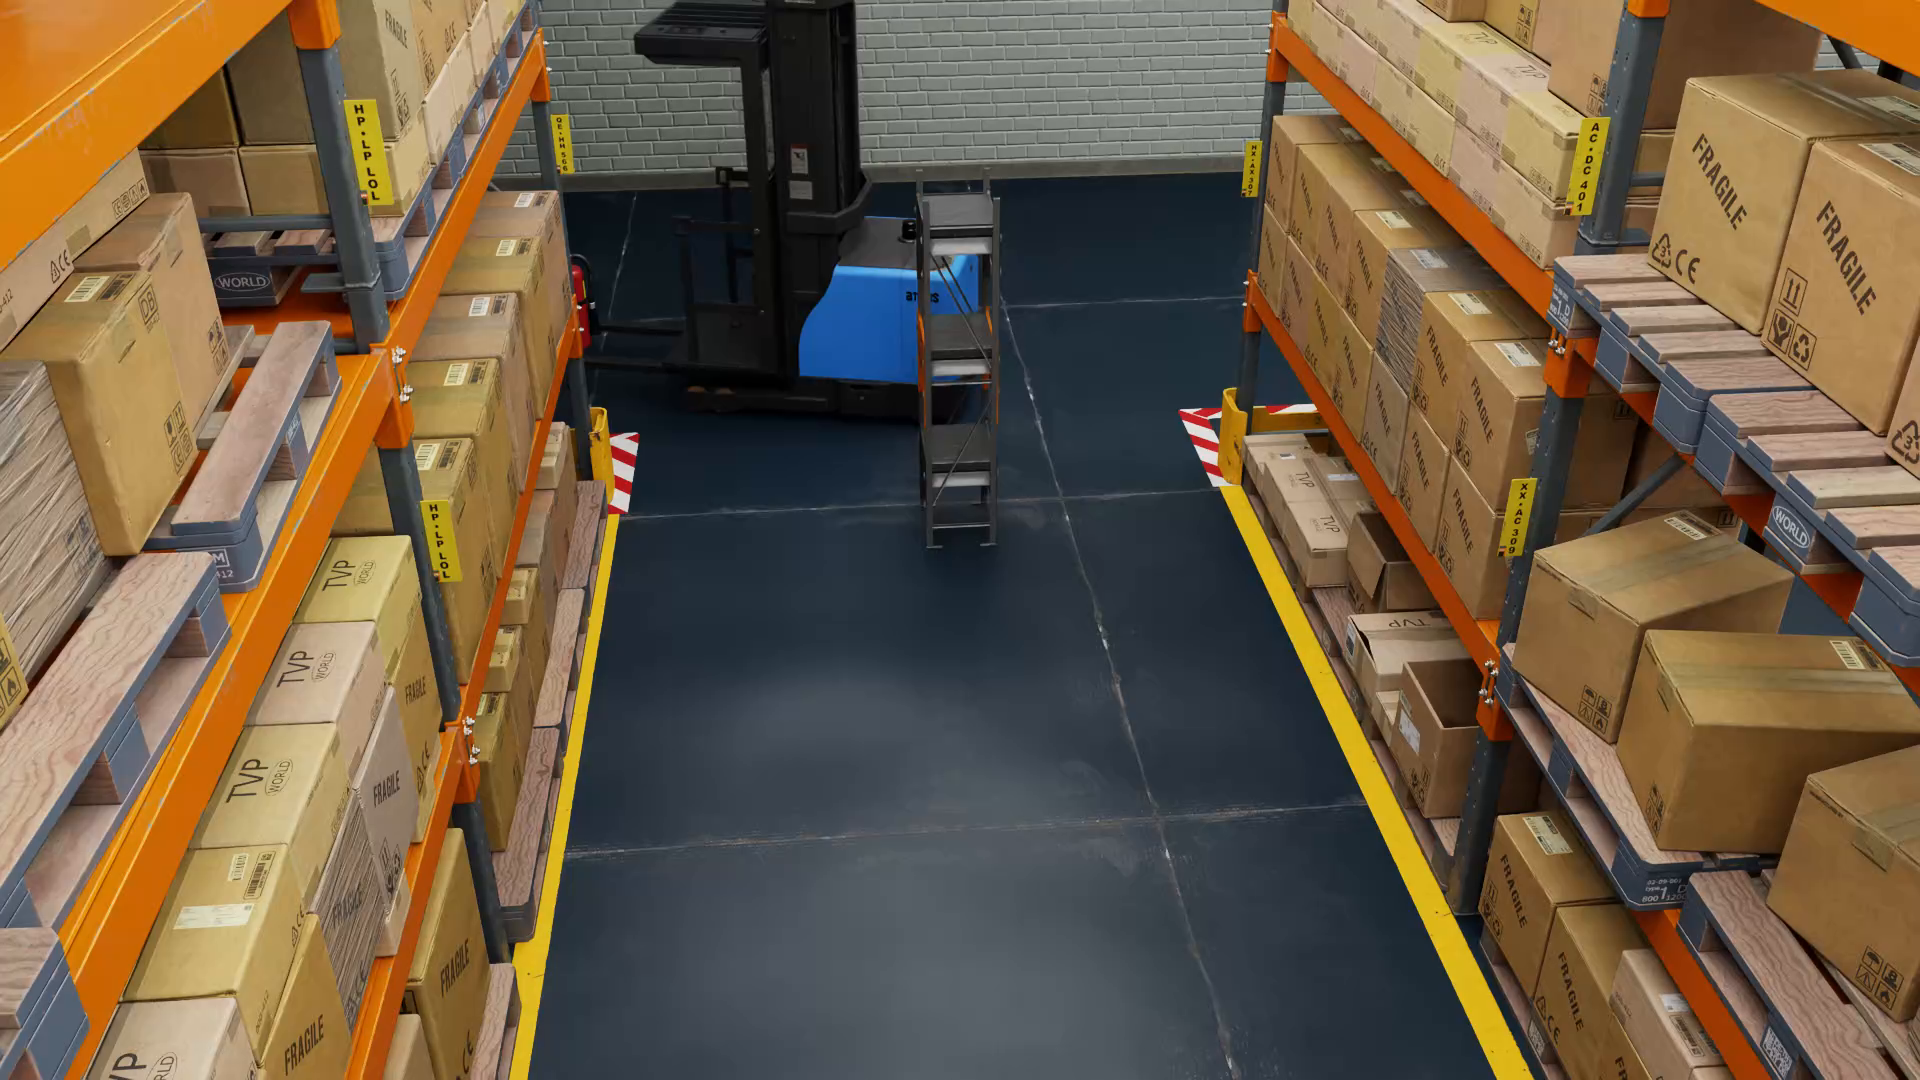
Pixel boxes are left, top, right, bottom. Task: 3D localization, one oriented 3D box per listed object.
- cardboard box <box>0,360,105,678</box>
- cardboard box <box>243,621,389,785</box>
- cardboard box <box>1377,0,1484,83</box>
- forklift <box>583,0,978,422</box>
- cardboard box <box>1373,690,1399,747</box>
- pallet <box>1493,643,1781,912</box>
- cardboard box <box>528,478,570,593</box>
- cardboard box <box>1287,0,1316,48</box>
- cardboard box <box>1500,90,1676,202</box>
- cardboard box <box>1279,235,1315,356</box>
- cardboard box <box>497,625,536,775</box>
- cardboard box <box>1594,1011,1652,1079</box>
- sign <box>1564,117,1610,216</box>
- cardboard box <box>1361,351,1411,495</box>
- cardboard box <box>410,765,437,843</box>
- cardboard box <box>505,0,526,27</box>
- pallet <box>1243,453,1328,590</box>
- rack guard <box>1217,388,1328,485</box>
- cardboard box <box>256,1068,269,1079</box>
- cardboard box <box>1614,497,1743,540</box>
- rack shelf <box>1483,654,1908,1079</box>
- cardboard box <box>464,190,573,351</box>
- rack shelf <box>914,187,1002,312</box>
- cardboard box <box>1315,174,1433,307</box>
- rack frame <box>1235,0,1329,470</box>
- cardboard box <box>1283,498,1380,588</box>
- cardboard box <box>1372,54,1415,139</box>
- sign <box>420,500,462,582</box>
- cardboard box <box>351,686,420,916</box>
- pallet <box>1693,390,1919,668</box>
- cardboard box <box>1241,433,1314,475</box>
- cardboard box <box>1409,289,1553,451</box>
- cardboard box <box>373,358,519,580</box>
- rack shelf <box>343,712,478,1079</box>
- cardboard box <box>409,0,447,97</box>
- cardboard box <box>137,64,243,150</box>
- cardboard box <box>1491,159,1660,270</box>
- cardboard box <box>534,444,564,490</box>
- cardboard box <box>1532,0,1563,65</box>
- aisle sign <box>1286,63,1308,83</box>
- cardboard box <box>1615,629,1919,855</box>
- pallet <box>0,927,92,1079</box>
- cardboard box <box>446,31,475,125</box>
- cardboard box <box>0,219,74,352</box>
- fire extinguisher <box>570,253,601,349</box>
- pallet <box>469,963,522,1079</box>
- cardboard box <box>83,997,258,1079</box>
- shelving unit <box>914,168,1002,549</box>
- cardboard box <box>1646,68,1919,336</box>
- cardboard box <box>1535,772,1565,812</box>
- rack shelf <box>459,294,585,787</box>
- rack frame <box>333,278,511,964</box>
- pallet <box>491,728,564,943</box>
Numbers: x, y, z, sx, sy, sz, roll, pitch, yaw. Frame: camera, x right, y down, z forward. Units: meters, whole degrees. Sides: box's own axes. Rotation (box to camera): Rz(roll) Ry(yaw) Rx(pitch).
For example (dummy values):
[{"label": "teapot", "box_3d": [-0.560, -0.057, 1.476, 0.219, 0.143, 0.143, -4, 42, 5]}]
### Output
[{"label": "cardboard box", "box_3d": [-2.268, -0.025, 3.415, 0.700, 0.500, 0.500, -3, 31, -5]}, {"label": "cardboard box", "box_3d": [-2.003, 0.486, 4.872, 0.500, 0.250, 0.500, -2, 31, -4]}, {"label": "cardboard box", "box_3d": [2.142, -2.179, 7.206, 0.500, 0.250, 0.500, -3, 31, -5]}, {"label": "forklift", "box_3d": [-1.426, -2.370, 10.859, 3.031, 2.935, 1.130, 5, 31, 8]}, {"label": "cardboard box", "box_3d": [2.161, 0.830, 7.787, 0.380, 0.149, 0.250, -3, 31, -5]}, {"label": "pallet", "box_3d": [2.558, 0.756, 5.746, 1.003, 0.211, 1.213, -3, 31, -5]}, {"label": "cardboard box", "box_3d": [-2.502, -0.041, 8.922, 0.700, 0.500, 0.500, -3, 31, -5]}, {"label": "cardboard box", "box_3d": [2.013, -2.730, 8.617, 0.500, 0.250, 0.500, -3, 31, -5]}, {"label": "cardboard box", "box_3d": [2.276, -1.413, 5.923, 0.500, 0.250, 0.500, -3, 31, -5]}, {"label": "cardboard box", "box_3d": [2.051, -1.322, 8.941, 0.500, 0.500, 0.500, -3, 31, -5]}, {"label": "cardboard box", "box_3d": [-2.351, 0.749, 7.598, 0.700, 0.500, 0.500, -3, 31, -5]}, {"label": "cardboard box", "box_3d": [2.495, 1.931, 5.601, 0.500, 0.500, 0.500, -2, 31, -4]}, {"label": "sign", "box_3d": [2.052, -1.219, 5.437, 0.100, 0.325, 0.005, -3, 31, -5]}, {"label": "cardboard box", "box_3d": [2.190, -0.550, 7.649, 0.500, 0.500, 0.500, -2, 31, -3]}, {"label": "cardboard box", "box_3d": [-1.979, 0.886, 5.567, 0.380, 0.149, 0.250, -2, 31, -4]}, {"label": "cardboard box", "box_3d": [-2.381, -2.628, 7.938, 0.500, 0.250, 0.500, -2, 31, -3]}, {"label": "pallet", "box_3d": [2.301, -0.138, 9.776, 1.003, 0.211, 1.213, -3, 31, -5]}, {"label": "rack guard", "box_3d": [2.225, -0.670, 10.384, 1.175, 0.500, 0.348, -3, 31, -5]}, {"label": "cardboard box", "box_3d": [-1.842, 1.581, 3.770, 0.500, 0.500, 0.500, -3, 31, -5]}, {"label": "cardboard box", "box_3d": [2.816, -0.056, 6.820, 0.500, 0.500, 0.500, -2, 31, -3]}, {"label": "rack shelf", "box_3d": [2.779, 1.591, 4.863, 1.077, 0.370, 4.000, -3, 31, -5]}, {"label": "cardboard box", "box_3d": [-2.656, -1.411, 8.895, 0.980, 0.700, 0.700, -1, 31, -2]}, {"label": "rack shelf", "box_3d": [-0.015, -1.575, 9.001, 0.431, 0.518, 0.480, -3, 31, -5]}, {"label": "cardboard box", "box_3d": [2.095, -1.492, 8.251, 0.500, 0.500, 0.500, -2, 31, -4]}, {"label": "rack frame", "box_3d": [2.218, -1.782, 9.807, 1.000, 3.000, 0.127, -3, 31, -5]}, {"label": "cardboard box", "box_3d": [2.080, 0.012, 9.058, 0.500, 0.250, 0.500, -3, 31, -5]}, {"label": "cardboard box", "box_3d": [2.148, -1.964, 7.335, 0.500, 0.250, 0.500, -3, 31, -5]}, {"label": "sign", "box_3d": [-1.800, 0.006, 5.763, 0.100, 0.325, 0.005, -3, 31, -5]}, {"label": "cardboard box", "box_3d": [-1.988, 0.804, 5.071, 0.500, 0.500, 0.500, -3, 31, -4]}, {"label": "pallet", "box_3d": [2.683, -0.081, 4.218, 1.213, 0.211, 1.003, -3, 31, -5]}, {"label": "cardboard box", "box_3d": [1.915, -0.516, 10.040, 0.380, 0.149, 0.250, -3, 31, -5]}, {"label": "cardboard box", "box_3d": [2.236, -0.719, 6.956, 0.500, 0.500, 0.500, -3, 31, -6]}, {"label": "cardboard box", "box_3d": [-2.437, -0.280, 7.000, 0.980, 0.700, 0.700, -4, 31, -6]}, {"label": "rack shelf", "box_3d": [-2.153, 1.830, 4.463, 1.077, 0.370, 4.000, -3, 31, -5]}, {"label": "cardboard box", "box_3d": [-2.181, -1.908, 6.002, 0.500, 0.500, 0.500, -3, 31, -6]}, {"label": "cardboard box", "box_3d": [-2.637, -1.614, 5.510, 0.500, 0.500, 0.500, -3, 31, -5]}, {"label": "cardboard box", "box_3d": [2.282, -1.198, 6.052, 0.500, 0.250, 0.500, -3, 31, -5]}, {"label": "cardboard box", "box_3d": [-2.330, -0.388, 8.870, 0.380, 0.149, 0.250, -2, 31, -3]}, {"label": "cardboard box", "box_3d": [2.603, -2.008, 6.189, 0.700, 0.500, 0.500, -3, 31, -5]}, {"label": "aisle sign", "box_3d": [1.919, -2.918, 9.176, 0.394, 0.787, 0.004, -3, 31, -5]}, {"label": "cardboard box", "box_3d": [2.541, 0.638, 5.250, 0.700, 0.500, 0.500, 2, 31, 3]}, {"label": "pallet", "box_3d": [-2.079, 1.009, 2.394, 1.213, 0.211, 1.003, -1, 31, -2]}, {"label": "cardboard box", "box_3d": [-2.230, -1.835, 6.610, 0.500, 0.250, 0.500, -4, 31, -6]}, {"label": "cardboard box", "box_3d": [-2.322, -0.605, 3.655, 0.500, 0.250, 0.500, -4, 31, -6]}, {"label": "fire extinguisher", "box_3d": [-2.268, -1.448, 9.688, 0.296, 0.674, 0.183, -3, 31, -5]}, {"label": "pallet", "box_3d": [-2.193, 2.087, 6.050, 1.003, 0.211, 1.213, -3, 31, -5]}, {"label": "cardboard box", "box_3d": [-1.853, 1.267, 3.565, 0.500, 0.250, 0.500, -3, 31, -4]}, {"label": "shelving unit", "box_3d": [-0.015, -0.986, 9.353, 0.431, 2.100, 0.503, -3, 31, -5]}, {"label": "cardboard box", "box_3d": [2.566, -1.033, 5.024, 0.600, 0.600, 0.600, -6, 31, -9]}, {"label": "cardboard box", "box_3d": [2.768, 1.001, 7.341, 0.500, 0.311, 0.500, -3, 31, -5]}, {"label": "rack shelf", "box_3d": [-2.527, -0.212, 7.882, 1.077, 0.370, 4.000, -3, 31, -5]}, {"label": "rack frame", "box_3d": [-2.340, 0.500, 5.988, 1.000, 3.000, 0.127, -3, 31, -5]}, {"label": "pallet", "box_3d": [-2.333, 1.305, 7.359, 1.003, 0.211, 1.213, -3, 31, -5]}]
